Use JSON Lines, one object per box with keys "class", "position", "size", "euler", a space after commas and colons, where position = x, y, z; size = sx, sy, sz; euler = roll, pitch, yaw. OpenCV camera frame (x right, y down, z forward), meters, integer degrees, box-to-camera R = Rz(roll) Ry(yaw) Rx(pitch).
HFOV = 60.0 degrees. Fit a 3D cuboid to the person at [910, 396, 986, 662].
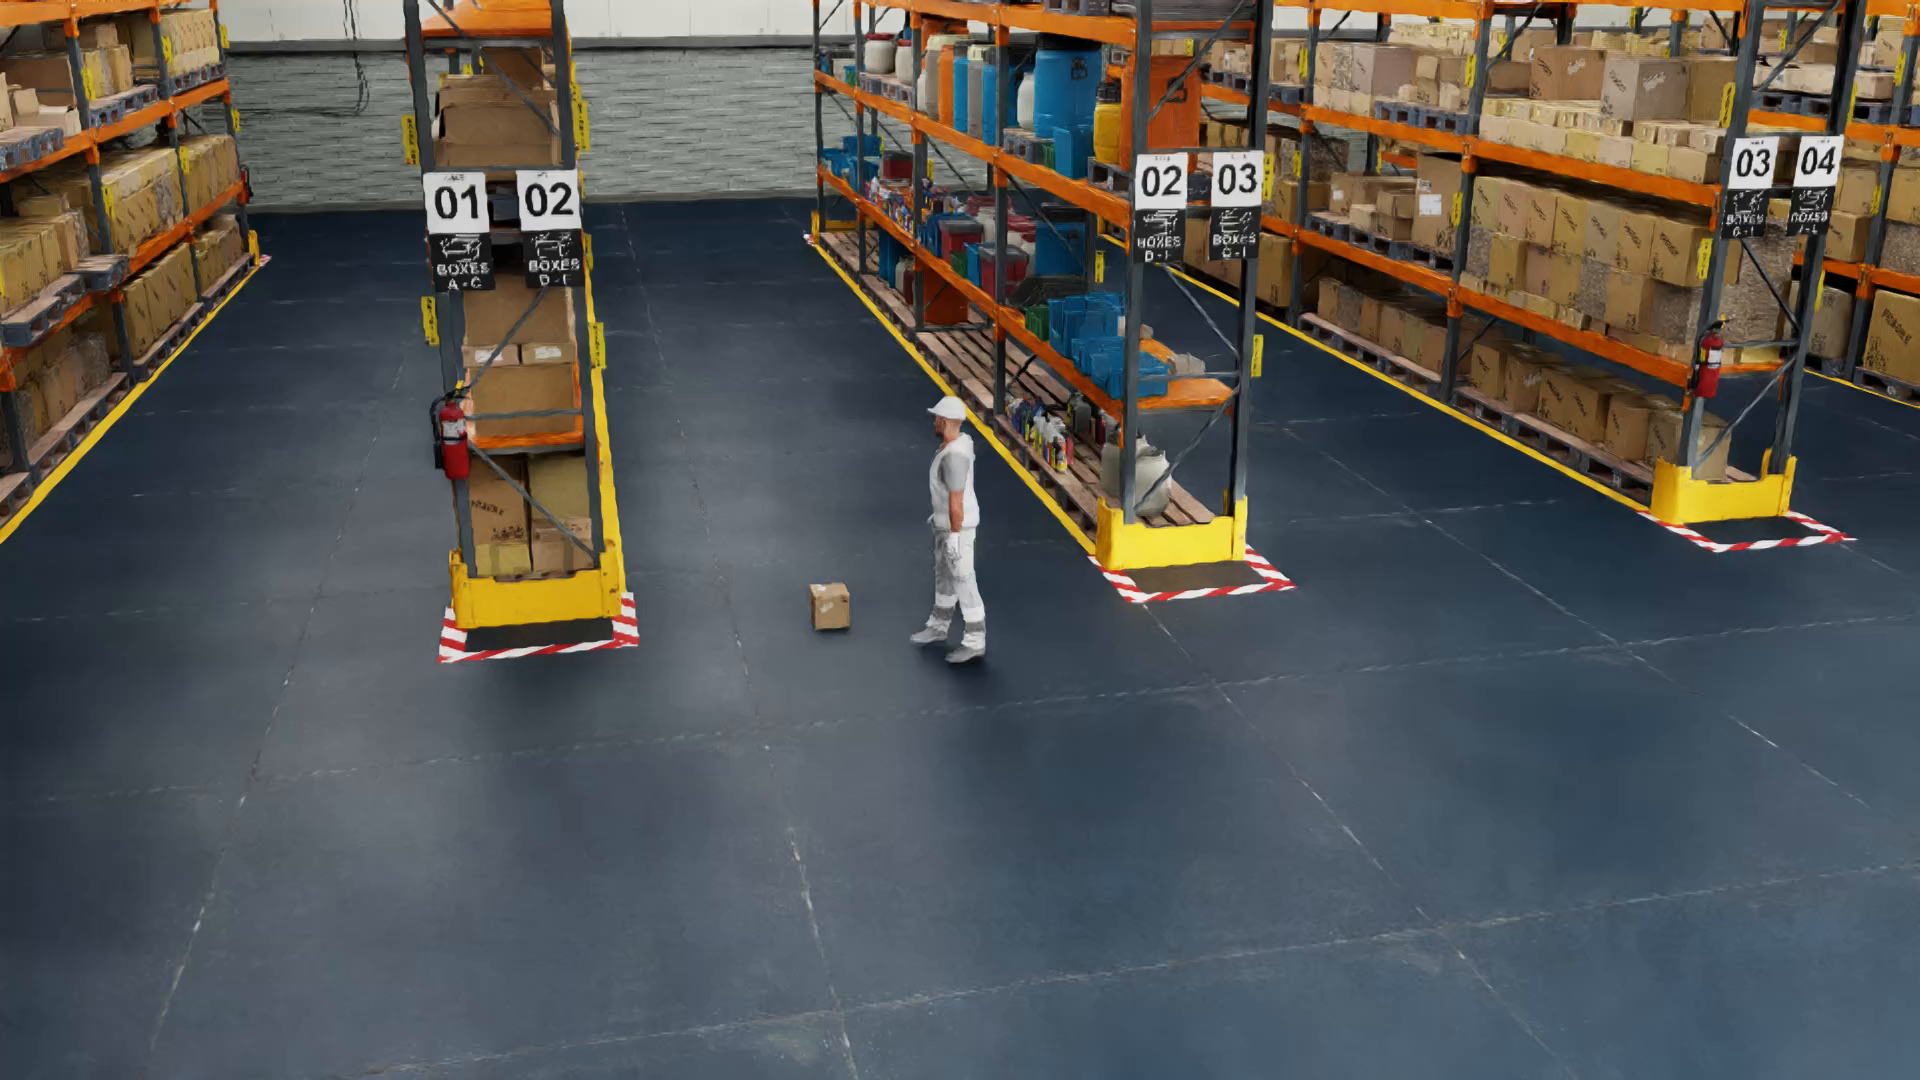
{"class": "person", "position": [-0.087, -0.091, 11.232], "size": [0.526, 1.794, 0.578], "euler": [0, 19, 0]}
